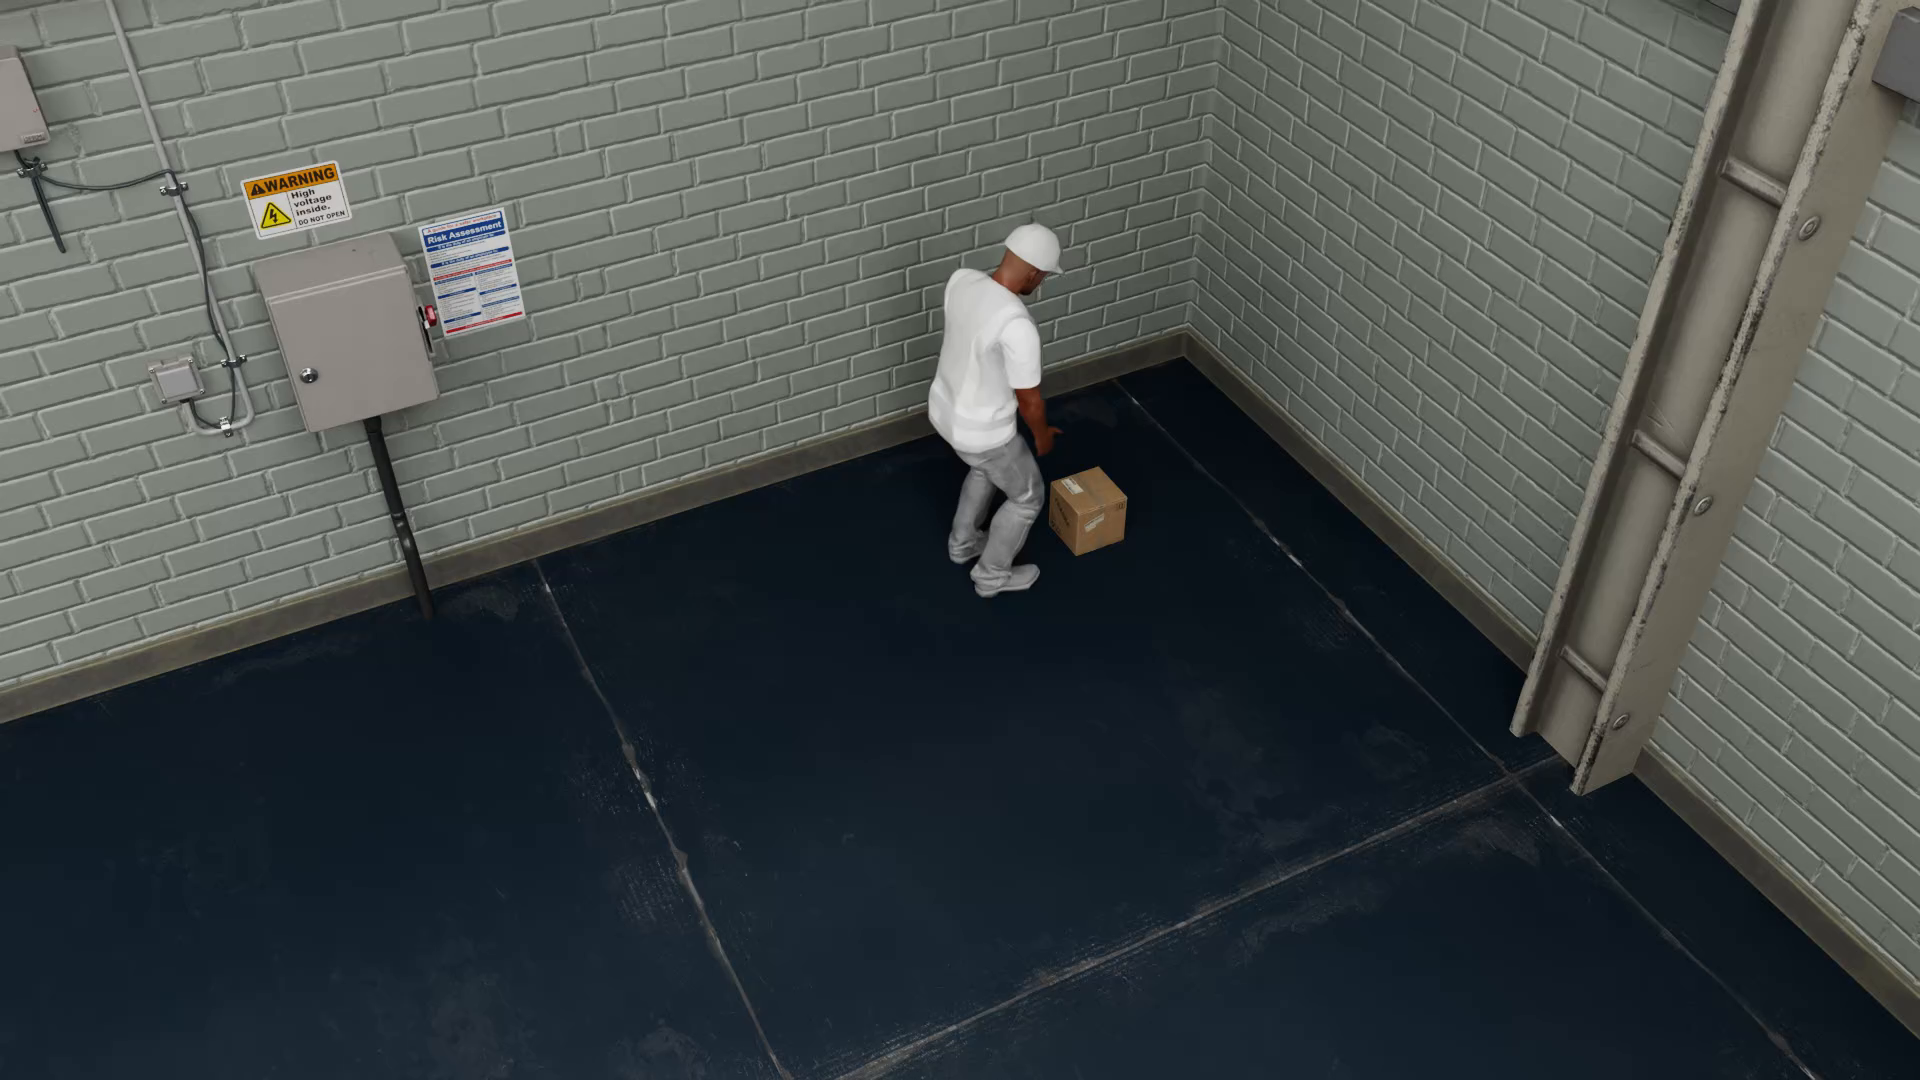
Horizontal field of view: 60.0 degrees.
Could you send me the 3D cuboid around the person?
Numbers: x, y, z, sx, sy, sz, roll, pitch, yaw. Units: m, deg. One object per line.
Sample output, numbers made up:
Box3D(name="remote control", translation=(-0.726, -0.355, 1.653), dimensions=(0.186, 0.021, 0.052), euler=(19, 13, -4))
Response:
Box3D(name="person", translation=(0.148, -0.535, 6.844), dimensions=(0.554, 1.651, 0.610), euler=(-18, 44, -19))
